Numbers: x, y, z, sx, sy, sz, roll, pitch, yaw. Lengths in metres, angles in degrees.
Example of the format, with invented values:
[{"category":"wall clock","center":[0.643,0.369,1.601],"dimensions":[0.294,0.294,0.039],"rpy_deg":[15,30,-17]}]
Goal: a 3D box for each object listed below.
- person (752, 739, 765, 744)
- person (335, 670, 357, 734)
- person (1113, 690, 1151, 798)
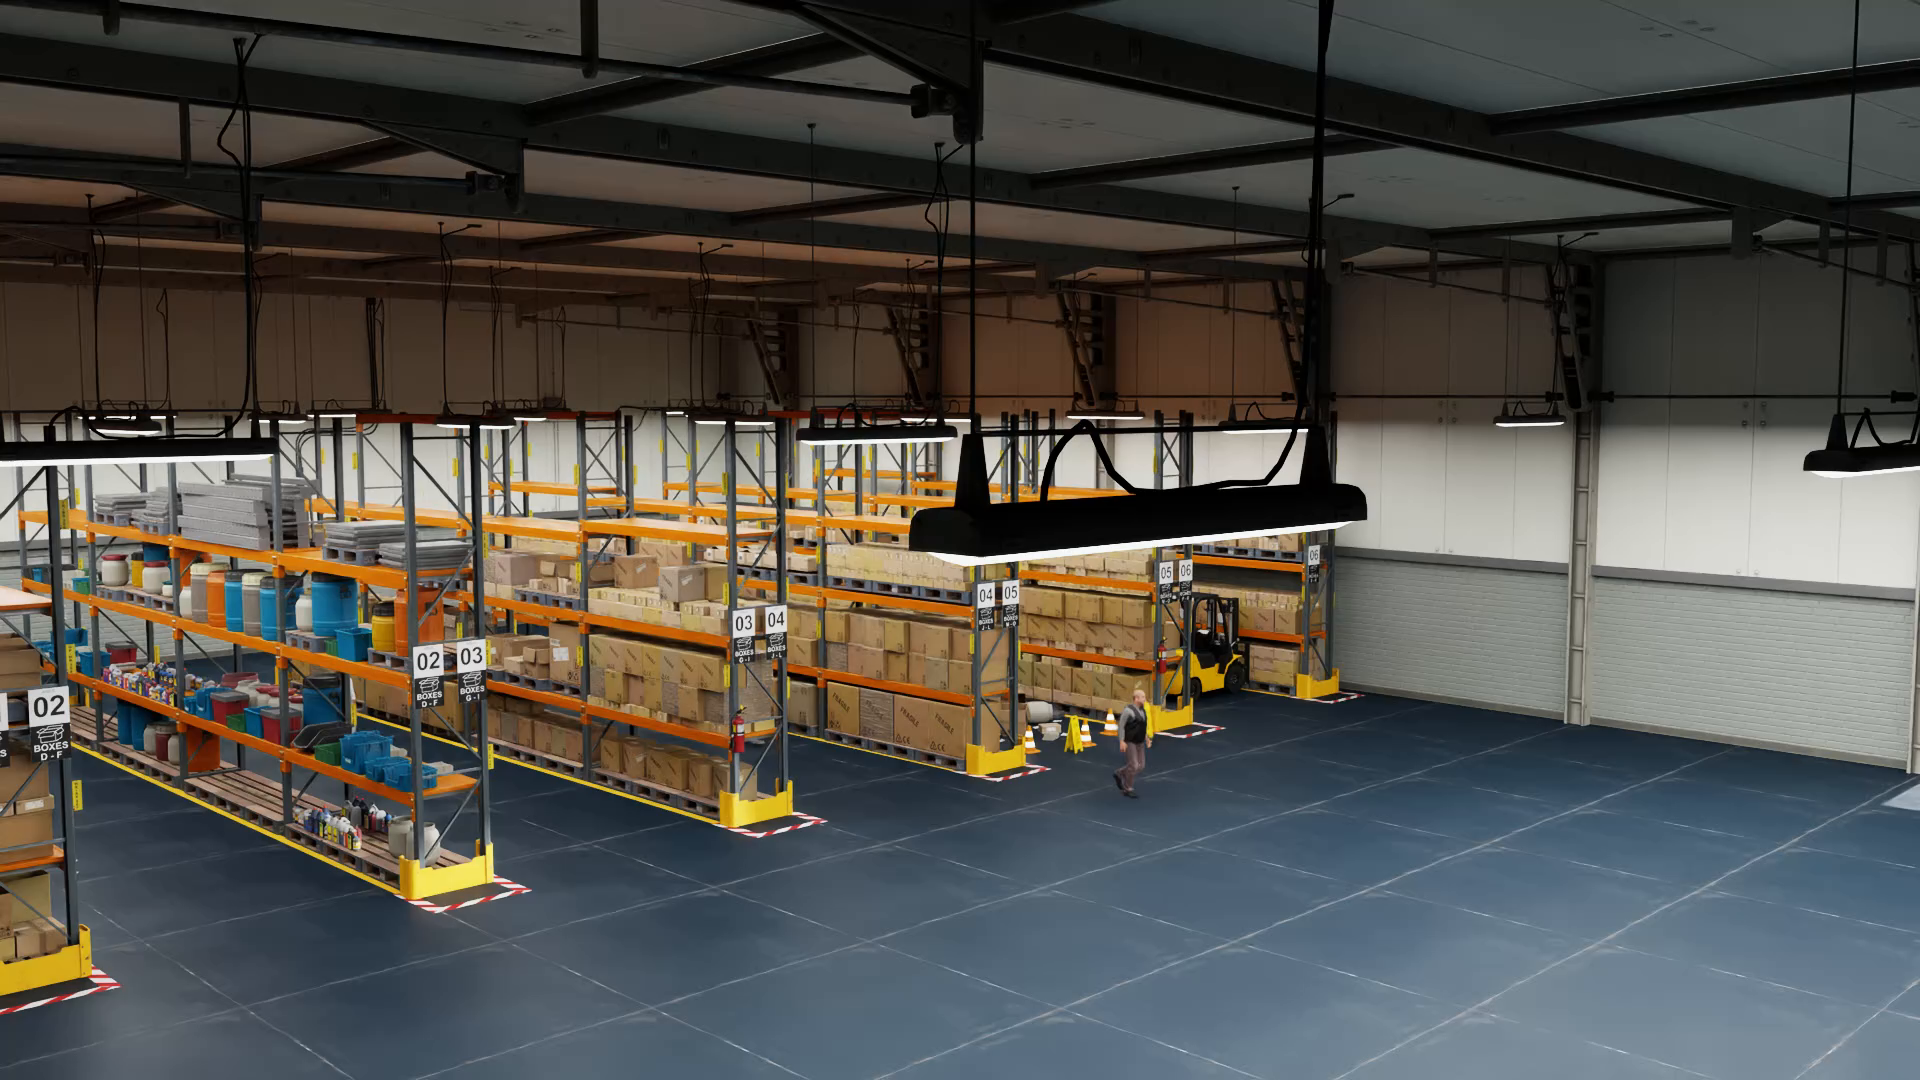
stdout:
[{"category":"person","center":[-3.847,2.870,30.261],"dimensions":[0.977,1.623,0.469],"rpy_deg":[3,6,31]},{"category":"person","center":[-10.861,2.989,29.319],"dimensions":[0.451,1.592,0.448],"rpy_deg":[-2,5,-23]},{"category":"person","center":[2.658,3.203,26.373],"dimensions":[0.611,1.703,0.606],"rpy_deg":[3,6,34]}]
